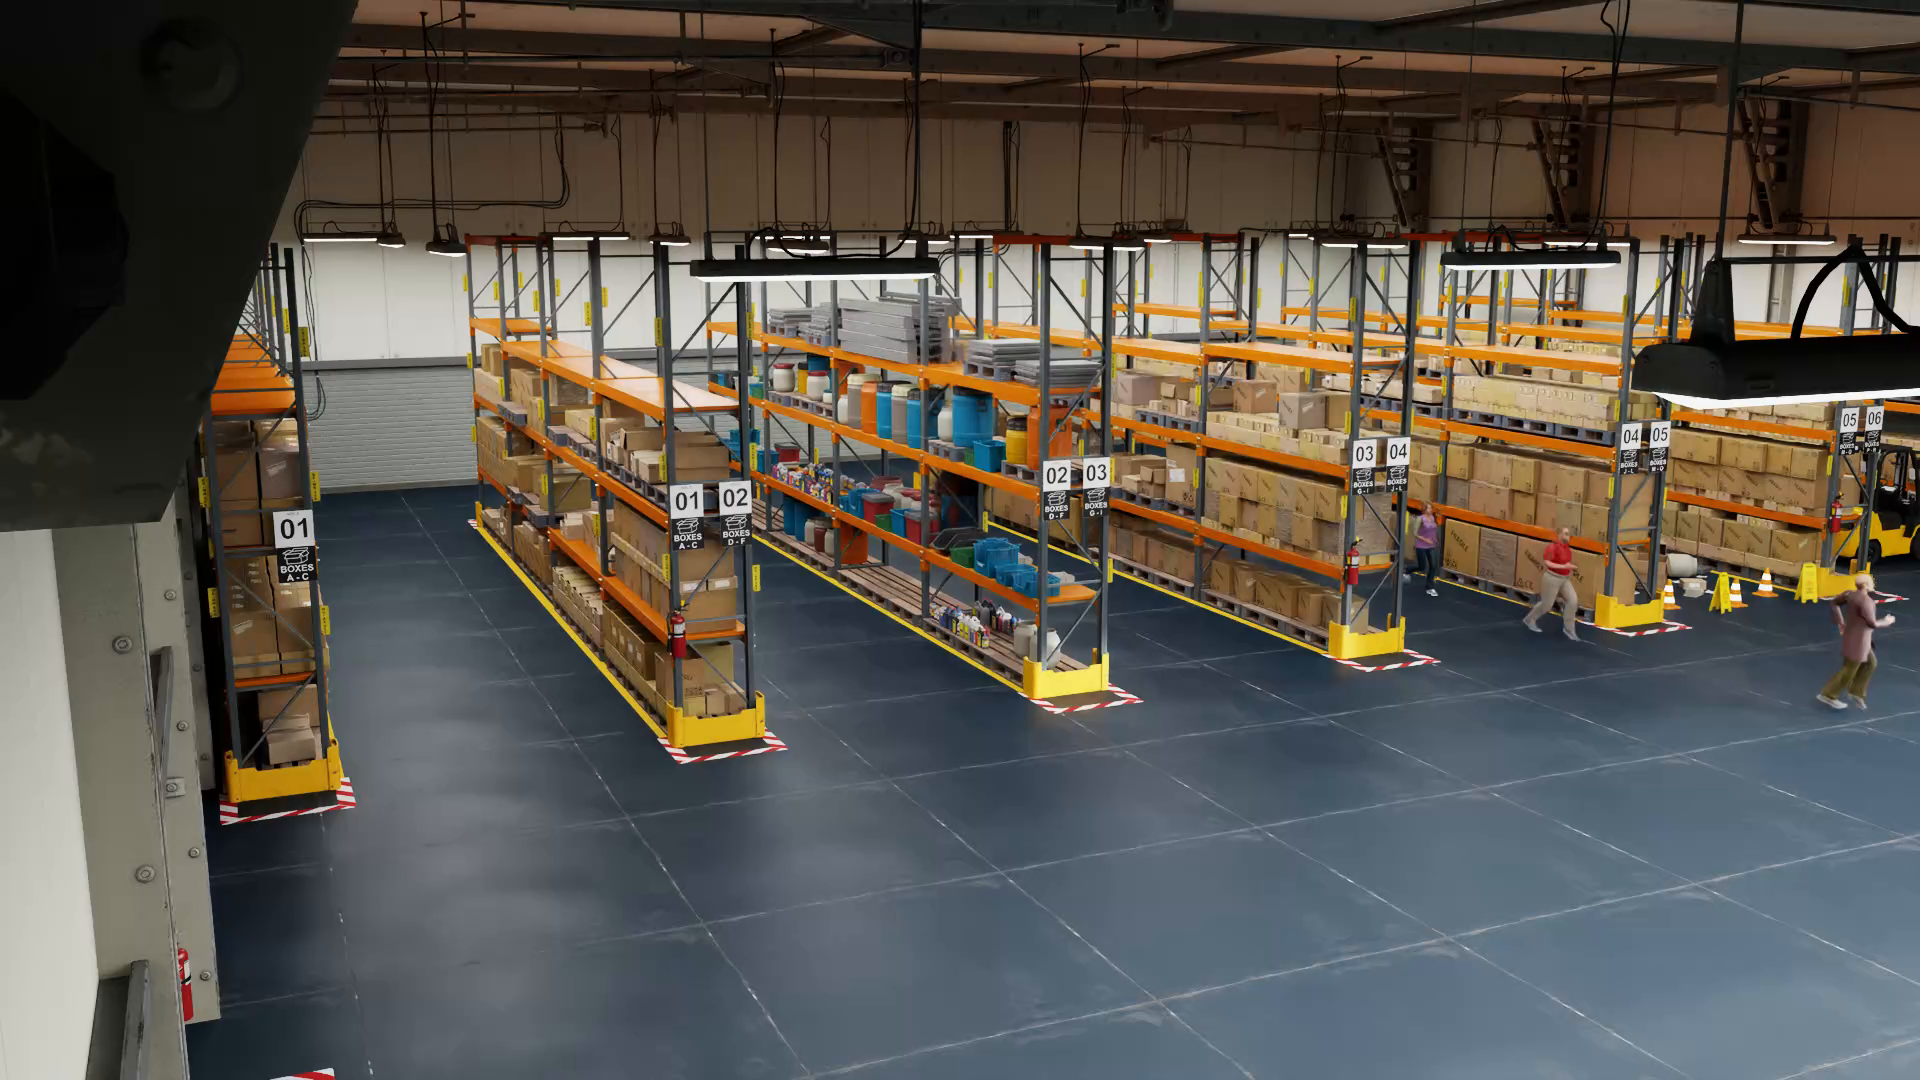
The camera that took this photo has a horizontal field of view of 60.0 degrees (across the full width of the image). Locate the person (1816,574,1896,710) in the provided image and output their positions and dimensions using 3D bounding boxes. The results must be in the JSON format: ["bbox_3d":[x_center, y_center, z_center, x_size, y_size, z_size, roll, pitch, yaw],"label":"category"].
[{"bbox_3d":[11.613,1.350,21.536,0.840,1.857,0.708,3,11,14],"label":"person"}]

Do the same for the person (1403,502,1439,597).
[{"bbox_3d":[7.904,0.125,28.343,0.546,1.587,0.813,-6,12,-27],"label":"person"}]

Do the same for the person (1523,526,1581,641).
[{"bbox_3d":[9.056,0.654,25.359,0.680,1.783,0.884,-8,14,-37],"label":"person"}]
